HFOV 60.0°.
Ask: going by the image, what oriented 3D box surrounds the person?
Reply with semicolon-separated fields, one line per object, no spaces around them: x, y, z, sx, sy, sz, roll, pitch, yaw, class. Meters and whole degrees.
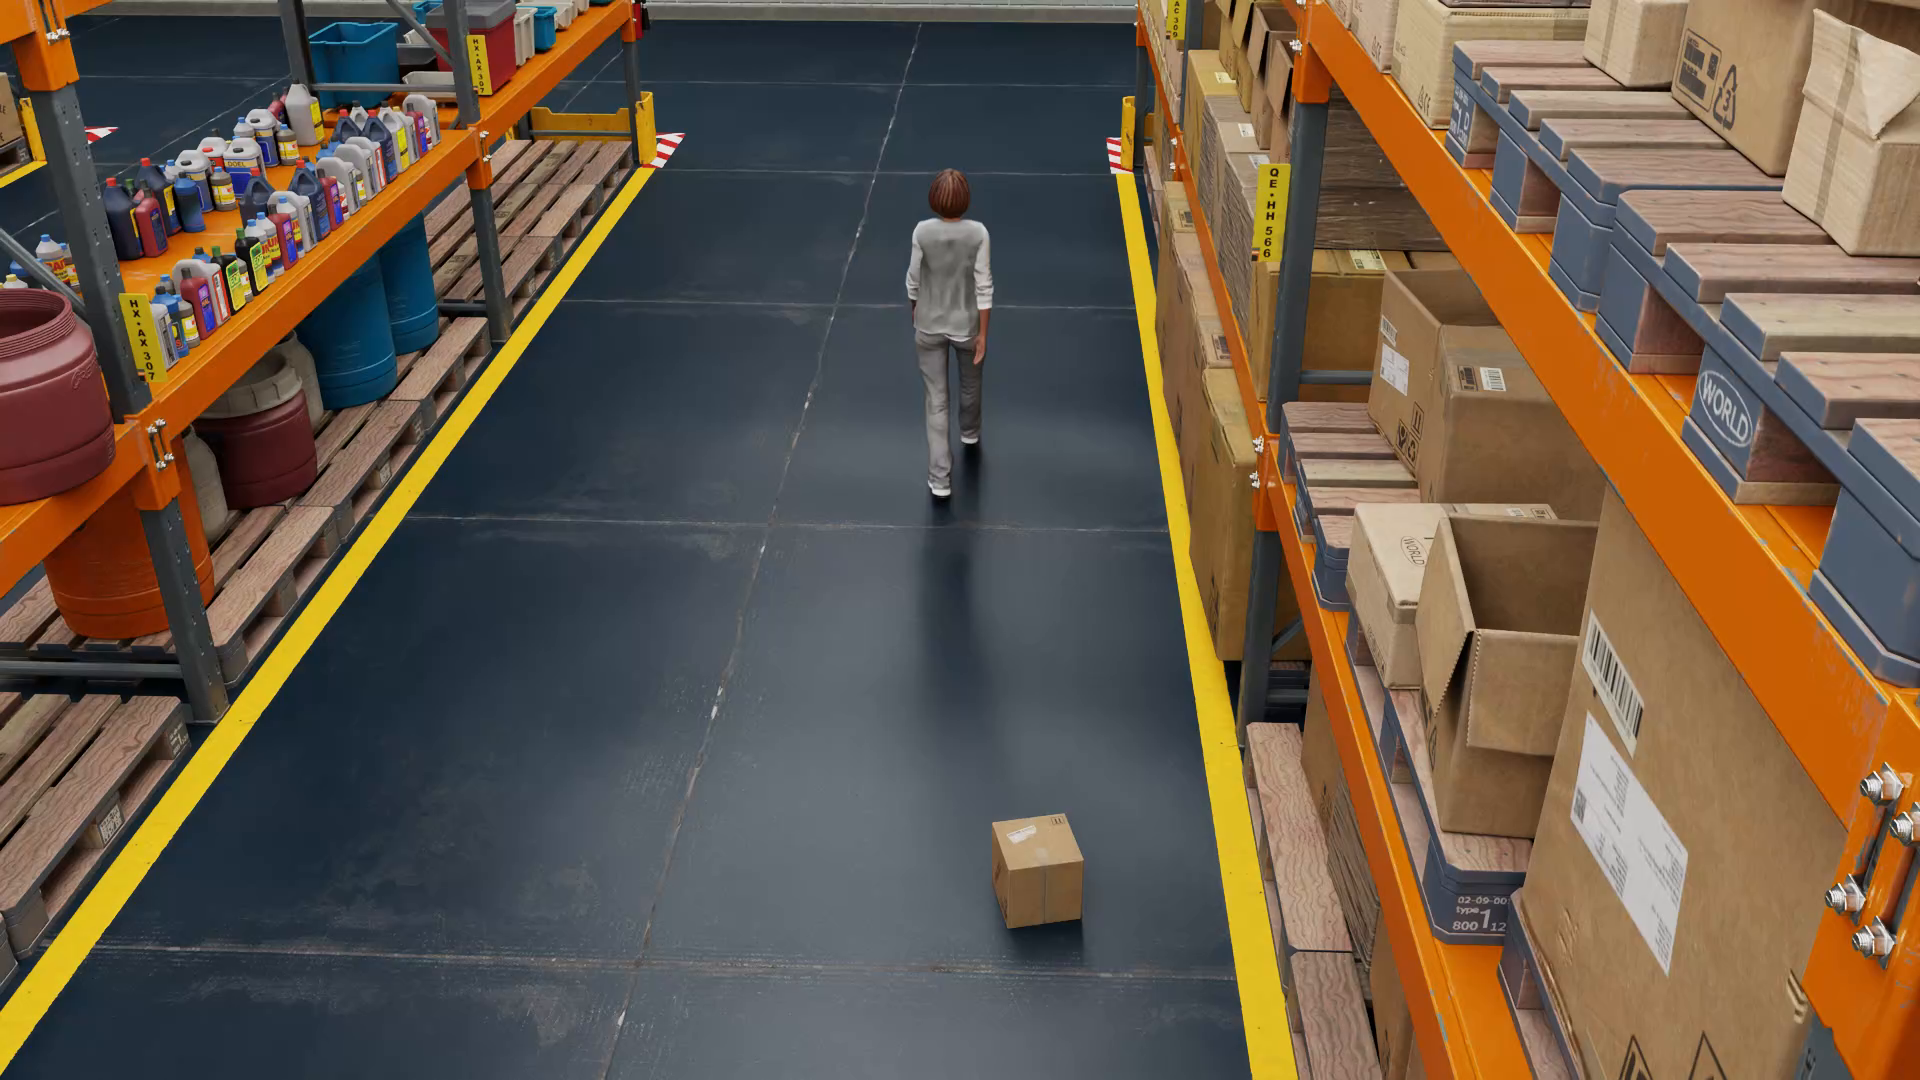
-0.052;-1.073;8.093;0.419;1.544;0.920;0;28;0;person
